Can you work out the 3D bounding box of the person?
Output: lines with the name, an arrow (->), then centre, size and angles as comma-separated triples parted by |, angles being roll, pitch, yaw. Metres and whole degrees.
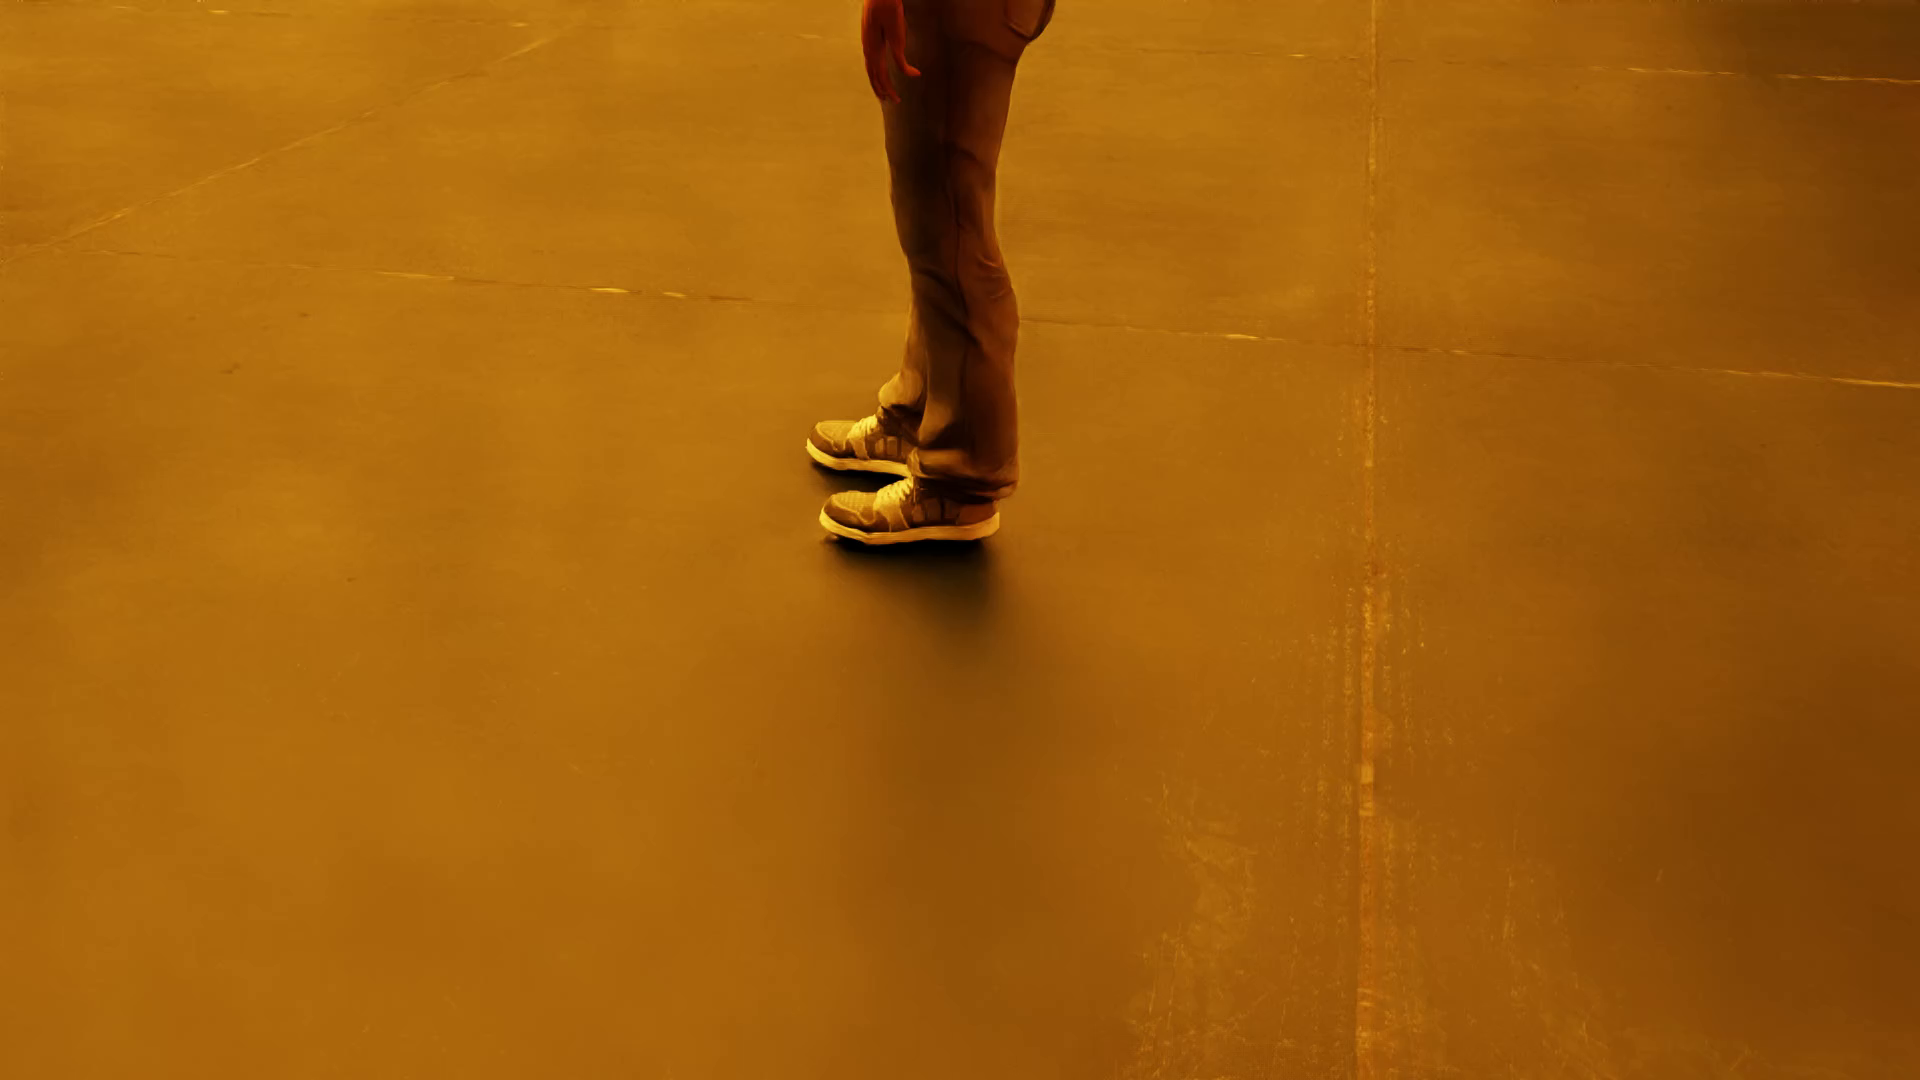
person -> -0.069, -0.733, 2.164 | 0.474, 1.597, 0.521 | 6, 27, 11
